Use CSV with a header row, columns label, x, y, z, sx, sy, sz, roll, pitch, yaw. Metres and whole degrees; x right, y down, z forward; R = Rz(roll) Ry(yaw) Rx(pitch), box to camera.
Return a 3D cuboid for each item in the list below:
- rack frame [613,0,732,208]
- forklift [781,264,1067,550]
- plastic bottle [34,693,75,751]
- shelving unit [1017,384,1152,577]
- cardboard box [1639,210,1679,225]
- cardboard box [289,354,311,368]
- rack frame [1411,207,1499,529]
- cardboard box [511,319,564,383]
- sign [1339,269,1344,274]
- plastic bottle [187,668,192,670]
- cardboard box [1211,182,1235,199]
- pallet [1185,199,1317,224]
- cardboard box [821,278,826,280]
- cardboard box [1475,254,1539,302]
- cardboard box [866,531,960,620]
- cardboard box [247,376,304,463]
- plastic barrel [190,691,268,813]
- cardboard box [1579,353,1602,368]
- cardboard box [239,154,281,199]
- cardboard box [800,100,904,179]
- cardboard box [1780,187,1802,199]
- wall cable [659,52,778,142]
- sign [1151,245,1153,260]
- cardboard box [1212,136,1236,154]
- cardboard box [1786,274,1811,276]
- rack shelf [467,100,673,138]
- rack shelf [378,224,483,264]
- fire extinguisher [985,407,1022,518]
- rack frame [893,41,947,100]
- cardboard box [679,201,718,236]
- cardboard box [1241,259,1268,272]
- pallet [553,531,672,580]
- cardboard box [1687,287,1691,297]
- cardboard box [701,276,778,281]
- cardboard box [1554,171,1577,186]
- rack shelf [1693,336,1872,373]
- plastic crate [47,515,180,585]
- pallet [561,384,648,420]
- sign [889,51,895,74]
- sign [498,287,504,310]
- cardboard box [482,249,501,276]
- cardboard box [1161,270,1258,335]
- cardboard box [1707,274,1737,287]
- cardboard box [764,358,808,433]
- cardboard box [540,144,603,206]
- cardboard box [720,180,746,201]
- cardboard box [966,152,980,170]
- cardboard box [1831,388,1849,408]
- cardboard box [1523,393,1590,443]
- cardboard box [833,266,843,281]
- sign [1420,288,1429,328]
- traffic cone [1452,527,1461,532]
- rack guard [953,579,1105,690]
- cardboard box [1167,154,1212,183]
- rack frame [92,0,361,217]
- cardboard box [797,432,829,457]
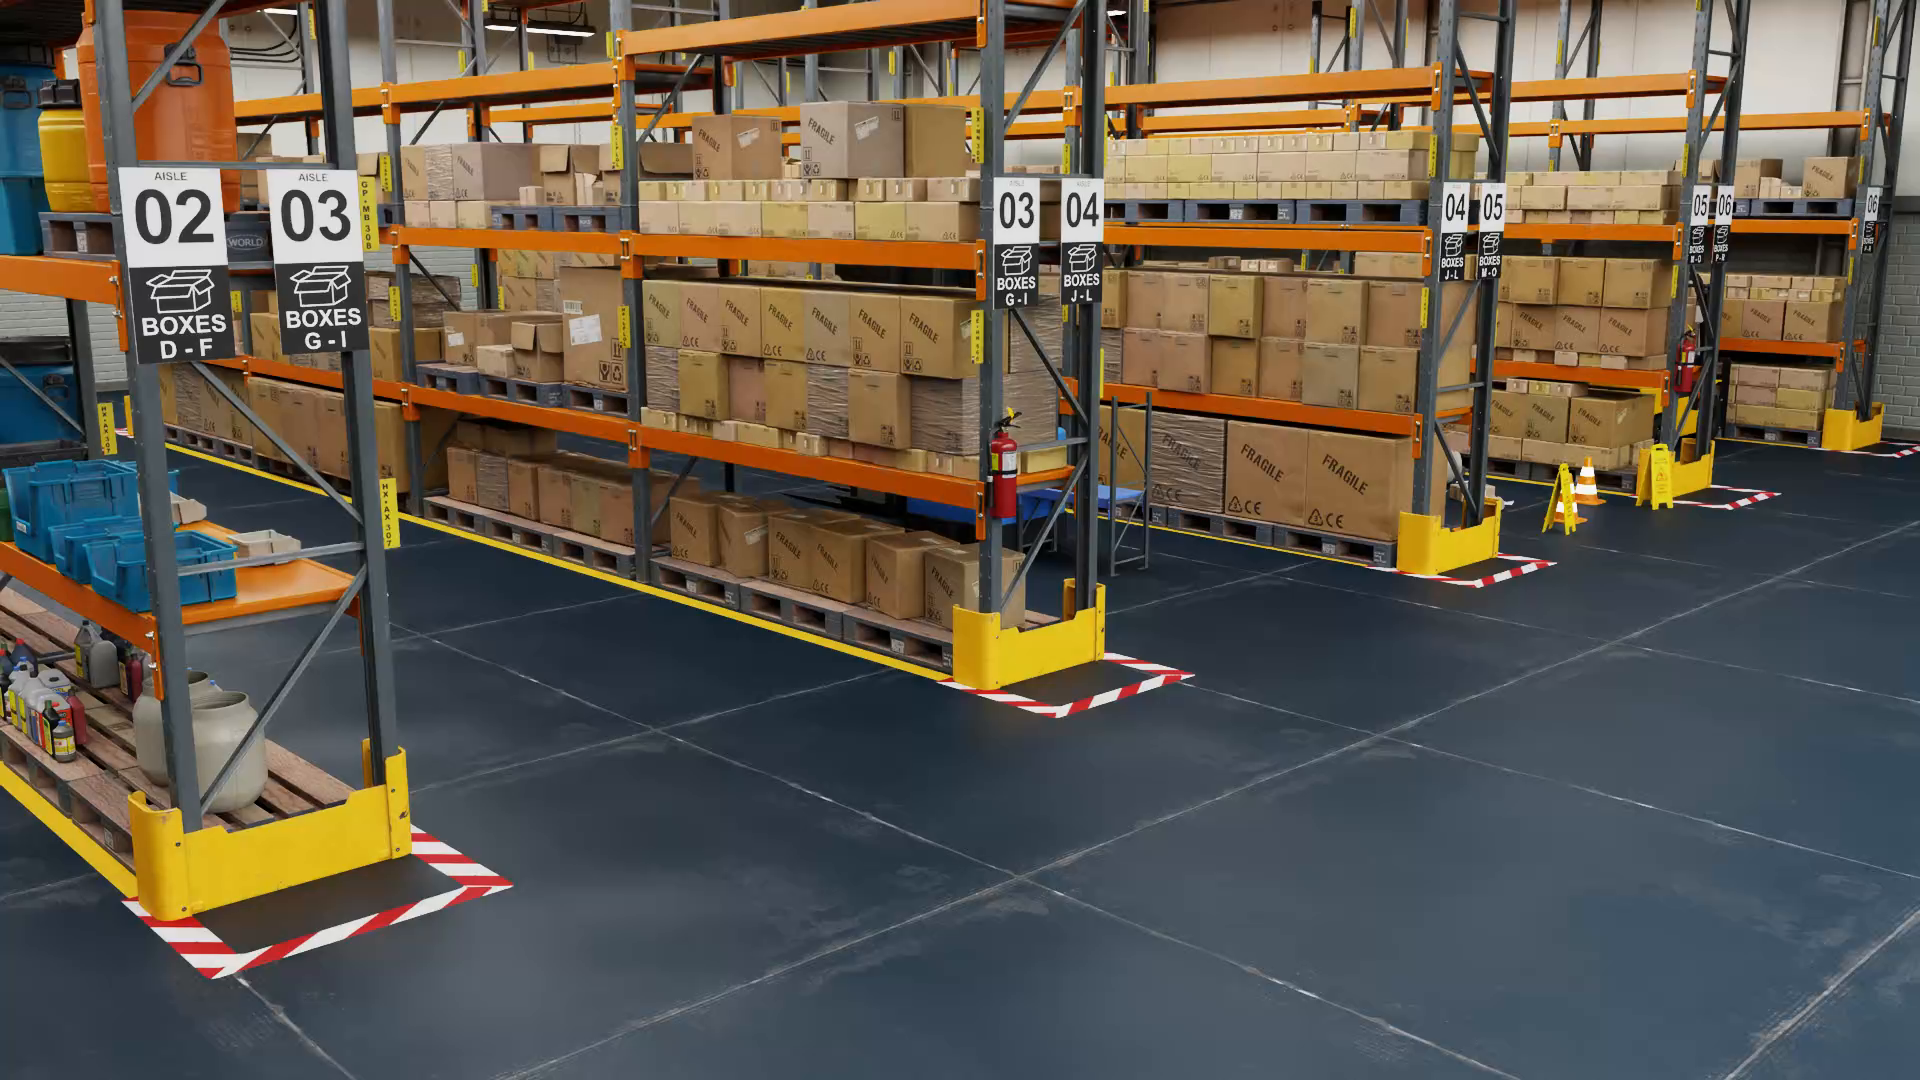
label,x,y,z,sx,sy,sz,roll,pitch,yaw
rack frame,-2.240,-4.123,12.959,1.000,3.000,0.127,-11,16,-43
forklift,-0.451,-1.523,15.378,3.031,2.935,1.130,11,16,43
plastic bottle,-4.800,0.961,8.813,0.152,0.276,0.135,-11,16,-42
shelving unit,1.044,-0.536,14.133,1.048,1.500,0.538,11,16,43
cardboard box,7.241,-3.341,17.220,0.380,0.149,0.250,-11,16,-42
cardboard box,-6.935,-2.152,18.016,0.500,0.500,0.500,11,16,44
rack frame,4.179,-1.277,14.014,1.000,3.000,0.127,-11,16,-43
cardboard box,-3.504,-1.681,14.677,0.797,0.503,0.637,-9,15,-37
sign,4.528,-3.054,19.773,0.100,0.325,0.005,-11,16,-43
plastic bottle,-4.324,0.852,9.350,0.097,0.271,0.097,0,12,0
cardboard box,2.473,-3.139,14.953,0.380,0.149,0.250,-11,16,-42
pallet,2.812,-2.988,15.103,1.003,0.211,1.213,-11,16,-43
cardboard box,-2.170,-4.038,27.168,0.500,0.500,0.500,-10,15,-41
cardboard box,6.164,-2.937,18.610,0.700,0.500,0.500,-11,16,-43
cardboard box,-0.335,0.242,11.795,0.500,0.500,0.500,-6,13,-28
cardboard box,-7.309,-1.426,18.964,1.225,0.875,0.875,-11,16,-42
plastic barrel,-3.570,1.017,8.004,0.421,0.512,0.421,0,12,0
cardboard box,6.860,-1.945,17.880,0.380,0.149,0.250,-11,16,-44
cardboard box,-8.349,-4.230,19.380,0.500,0.500,0.700,11,16,42
cardboard box,-0.732,-2.700,11.265,0.500,0.500,0.500,-11,16,-43
cardboard box,10.485,-4.353,20.846,0.250,0.149,0.380,11,16,44
wall cable,-4.905,-8.551,34.362,2.988,3.039,0.133,-11,16,-43
sign,3.389,-5.070,29.555,0.100,0.325,0.005,-11,16,-43
cardboard box,2.473,-3.529,14.872,0.380,0.149,0.250,-11,16,-43
cardboard box,10.850,-3.344,21.456,0.380,0.149,0.250,-10,16,-41
rack shelf,-5.489,-5.904,23.399,1.077,0.370,4.000,-11,16,-43
rack shelf,-6.384,-3.177,17.585,1.077,0.370,4.000,-11,16,-43
fire extinguisher,0.268,-0.482,10.346,0.296,0.674,0.183,-11,16,-43
rack frame,-0.598,-6.671,25.329,1.000,3.000,0.127,-11,16,-43
cardboard box,-1.746,-2.402,12.414,0.500,0.250,0.500,-11,16,-43
cardboard box,3.753,-3.455,20.951,0.250,0.149,0.380,11,16,43
pallet,-2.779,0.068,14.396,1.003,0.211,1.213,-11,16,-43
cardboard box,9.598,-3.313,22.039,0.380,0.149,0.250,-11,16,-44
cardboard box,-1.731,-1.841,13.291,0.500,0.500,0.500,-11,16,-43
cardboard box,6.601,-3.885,17.886,0.380,0.149,0.250,-11,16,-43
rack shelf,9.896,-2.613,22.283,1.077,0.370,4.000,-11,16,-43
plastic crate,-4.067,0.036,8.012,0.499,0.251,0.408,-11,16,-43
pallet,-2.663,-1.222,14.224,1.003,0.211,1.213,-11,16,-43
sign,-1.016,-7.132,24.861,0.100,0.325,0.005,-11,16,-43
sign,-4.617,-2.373,16.663,0.100,0.325,0.005,-11,16,-43
cardboard box,-6.752,-4.194,24.710,0.500,0.500,0.500,-11,16,-43
cardboard box,2.384,-2.242,15.653,0.875,0.550,0.550,-11,16,-43
cardboard box,9.923,-3.381,21.636,0.380,0.149,0.250,-10,16,-41
cardboard box,-0.921,-1.089,12.118,0.875,0.500,0.500,-11,16,-43
cardboard box,-3.145,-3.129,14.276,0.797,0.503,0.637,-10,15,-40
cardboard box,-1.512,-2.532,12.057,0.380,0.149,0.250,-11,16,-44
cardboard box,0.057,-4.003,18.274,0.500,0.500,0.500,-11,16,-43
cardboard box,11.102,-1.875,21.452,0.500,0.250,0.500,-11,16,-42
cardboard box,6.585,-1.364,18.352,0.500,0.500,0.500,-10,15,-40
cardboard box,-1.043,-2.916,19.245,0.700,0.500,0.500,-11,16,-43
sign,3.777,-1.886,13.516,0.100,0.325,0.005,-11,16,-43
traffic cone,4.839,-0.310,15.607,0.336,0.463,0.334,-11,16,-43
rack guard,0.469,0.613,11.037,1.175,0.500,0.348,-11,16,-43
cardboard box,2.250,-3.399,15.228,0.500,0.250,0.500,-11,16,-43
rack frame,-3.060,-2.849,6.776,1.000,3.000,0.127,-11,16,-43
cardboard box,-0.936,-0.695,11.810,0.380,0.149,0.250,-11,16,-43
